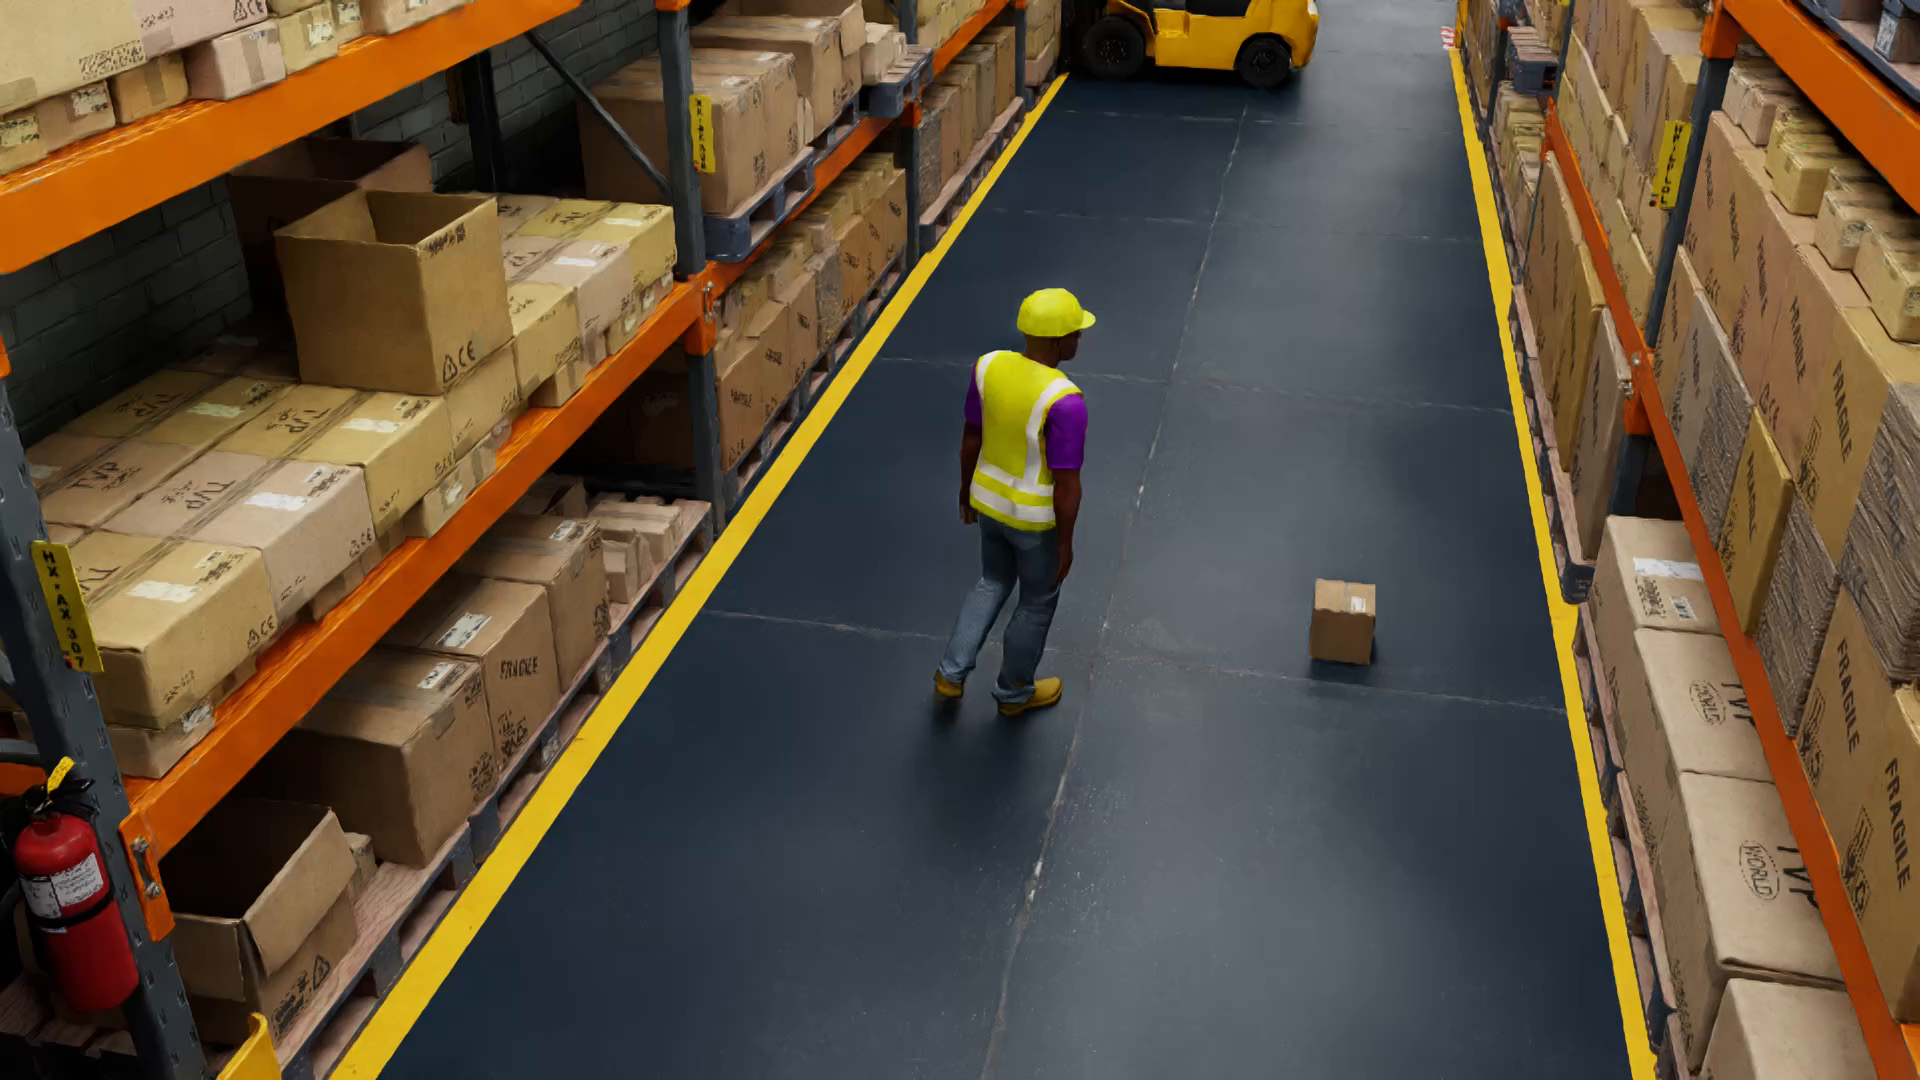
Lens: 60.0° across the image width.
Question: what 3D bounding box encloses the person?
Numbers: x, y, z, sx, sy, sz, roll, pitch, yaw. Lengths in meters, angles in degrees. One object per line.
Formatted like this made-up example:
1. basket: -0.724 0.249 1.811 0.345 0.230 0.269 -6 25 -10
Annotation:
1. person: 0.198 -0.096 6.277 0.575 1.758 0.613 -24 37 -37
